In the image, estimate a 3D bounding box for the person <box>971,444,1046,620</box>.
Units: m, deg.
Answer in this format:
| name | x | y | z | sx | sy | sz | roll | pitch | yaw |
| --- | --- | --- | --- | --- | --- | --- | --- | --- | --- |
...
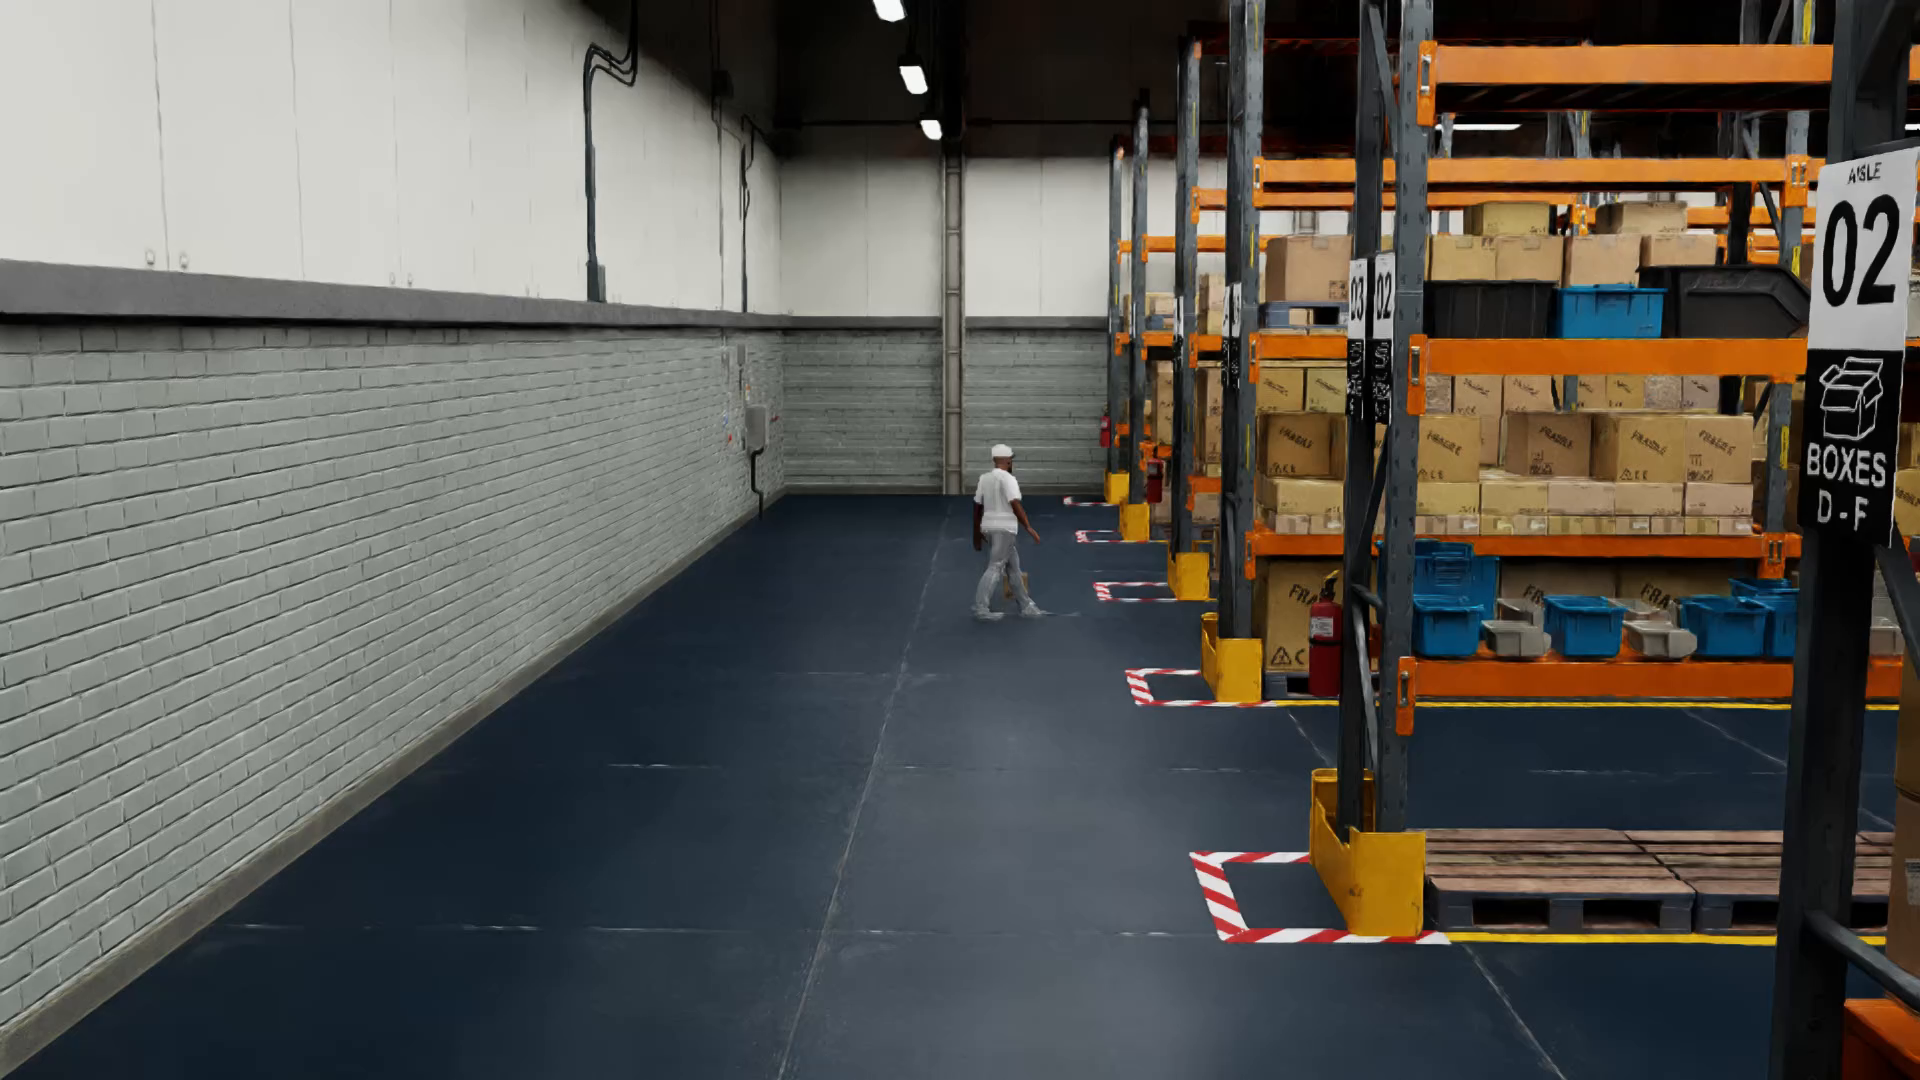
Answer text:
| name | x | y | z | sx | sy | sz | roll | pitch | yaw |
| --- | --- | --- | --- | --- | --- | --- | --- | --- | --- |
| person | 0.481 | -0.074 | 16.466 | 0.916 | 1.738 | 0.725 | -3 | 8 | -26 |
